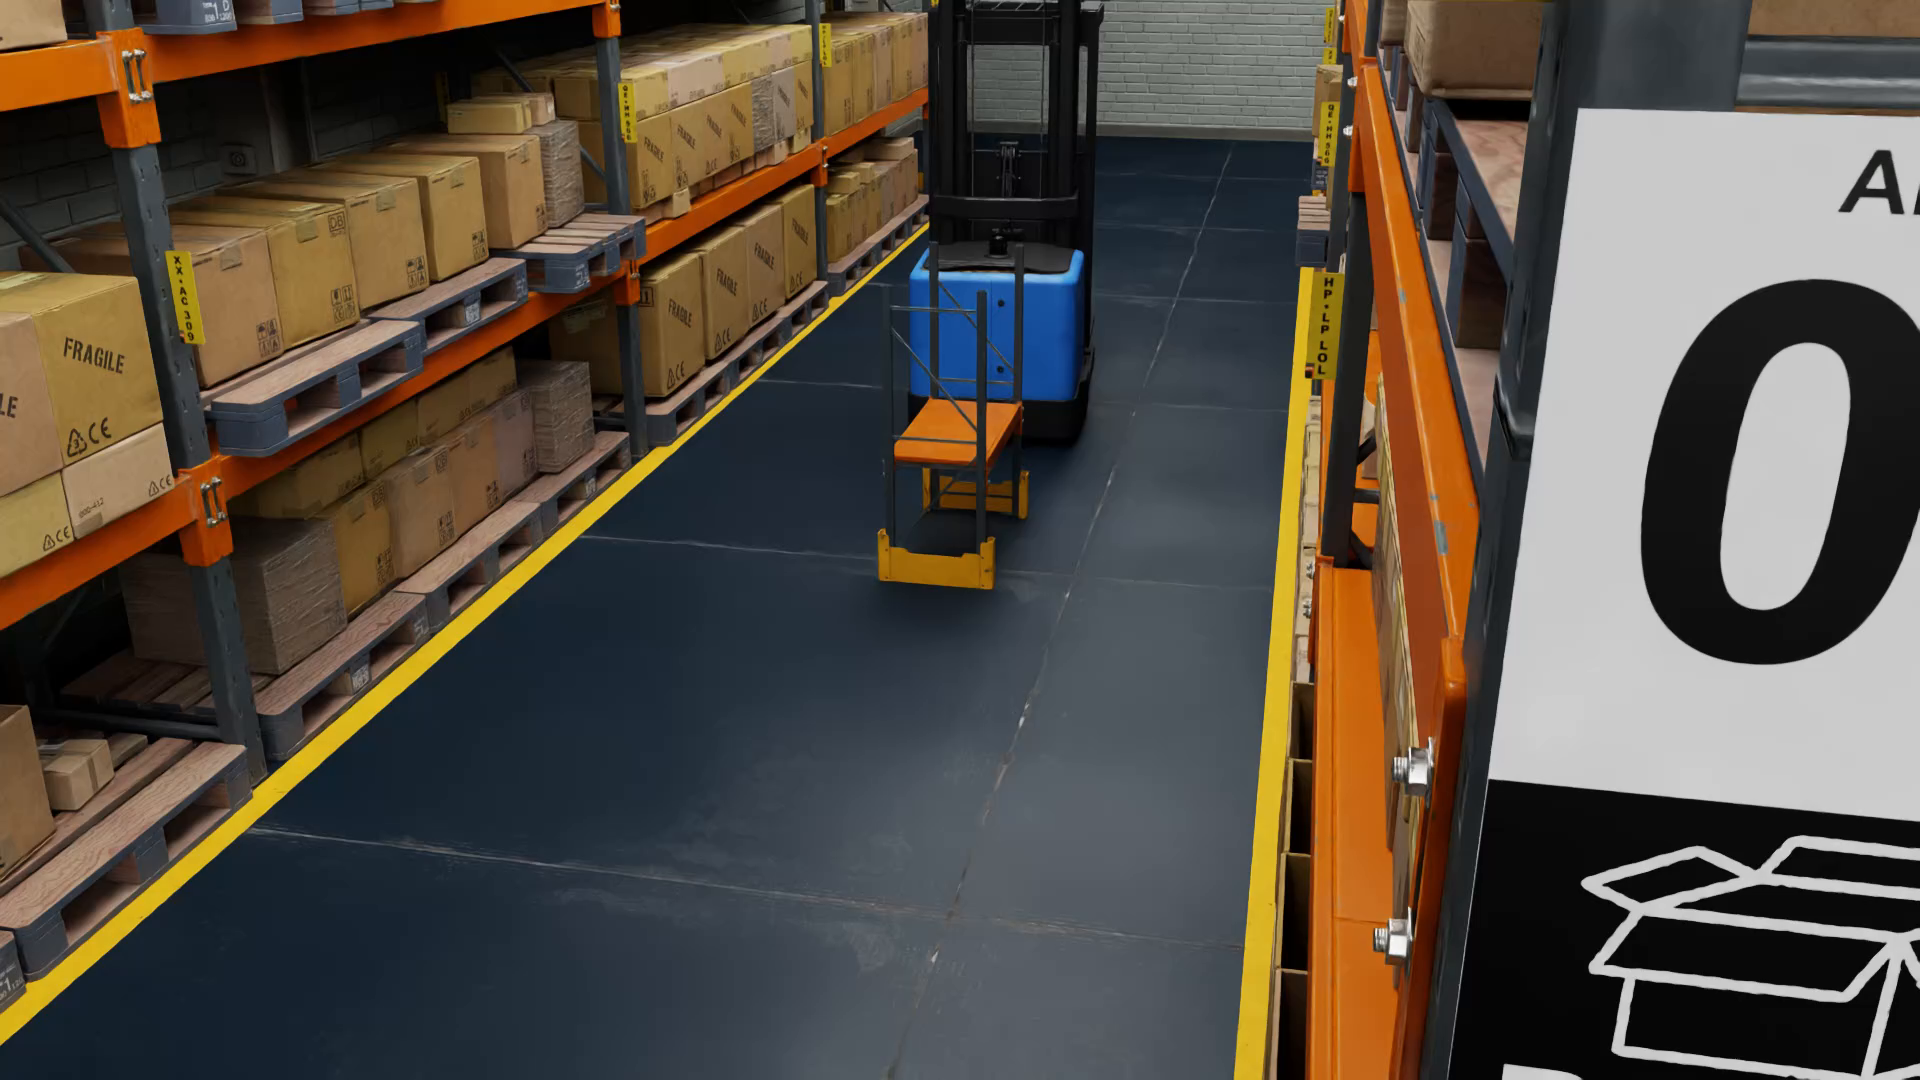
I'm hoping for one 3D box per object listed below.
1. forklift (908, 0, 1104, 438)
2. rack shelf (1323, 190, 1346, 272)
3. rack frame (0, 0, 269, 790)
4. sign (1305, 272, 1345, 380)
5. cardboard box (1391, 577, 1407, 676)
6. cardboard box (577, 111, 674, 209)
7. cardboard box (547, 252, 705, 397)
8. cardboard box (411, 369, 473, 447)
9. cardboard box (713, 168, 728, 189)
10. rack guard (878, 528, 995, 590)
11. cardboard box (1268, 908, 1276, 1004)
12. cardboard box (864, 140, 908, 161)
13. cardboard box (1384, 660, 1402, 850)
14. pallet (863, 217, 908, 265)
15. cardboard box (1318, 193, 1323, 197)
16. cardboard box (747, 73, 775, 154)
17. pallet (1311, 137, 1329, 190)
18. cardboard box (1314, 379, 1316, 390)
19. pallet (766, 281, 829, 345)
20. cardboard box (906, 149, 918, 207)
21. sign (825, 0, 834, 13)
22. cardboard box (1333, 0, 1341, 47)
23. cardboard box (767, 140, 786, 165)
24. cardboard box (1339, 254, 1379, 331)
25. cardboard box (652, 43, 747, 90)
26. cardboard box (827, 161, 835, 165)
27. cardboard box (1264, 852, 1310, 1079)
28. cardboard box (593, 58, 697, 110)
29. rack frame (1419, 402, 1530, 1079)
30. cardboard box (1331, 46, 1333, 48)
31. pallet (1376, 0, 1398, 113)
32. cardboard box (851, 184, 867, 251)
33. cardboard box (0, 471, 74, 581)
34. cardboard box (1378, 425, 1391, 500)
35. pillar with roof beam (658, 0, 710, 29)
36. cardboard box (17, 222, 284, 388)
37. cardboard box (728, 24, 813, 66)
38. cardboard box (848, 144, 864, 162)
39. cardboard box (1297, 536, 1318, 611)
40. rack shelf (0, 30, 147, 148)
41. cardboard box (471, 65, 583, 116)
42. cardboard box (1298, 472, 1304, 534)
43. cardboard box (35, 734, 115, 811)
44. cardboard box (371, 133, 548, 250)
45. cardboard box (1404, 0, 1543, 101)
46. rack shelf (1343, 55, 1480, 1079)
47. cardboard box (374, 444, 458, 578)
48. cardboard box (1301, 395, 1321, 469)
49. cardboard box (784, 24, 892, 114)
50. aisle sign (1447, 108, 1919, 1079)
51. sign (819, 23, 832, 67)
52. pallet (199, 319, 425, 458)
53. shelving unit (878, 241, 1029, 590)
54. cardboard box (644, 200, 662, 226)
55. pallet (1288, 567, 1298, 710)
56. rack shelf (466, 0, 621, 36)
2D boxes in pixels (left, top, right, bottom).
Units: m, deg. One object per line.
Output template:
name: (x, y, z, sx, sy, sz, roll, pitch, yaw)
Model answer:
forklift: (0.370, -2.496, 11.128, 1.130, 2.935, 3.031, 3, 22, 6)
rack shelf: (2.853, -1.961, 10.671, 1.077, 0.370, 4.000, 4, 22, 11)
rack frame: (-3.222, -0.477, 6.023, 1.000, 3.000, 0.127, 4, 22, 11)
sign: (1.095, -0.639, 4.981, 0.100, 0.325, 0.005, 4, 22, 11)
cardboard box: (1.072, 0.202, 3.334, 0.380, 0.149, 0.250, 4, 22, 10)
cardboard box: (-2.056, -2.292, 9.970, 0.500, 0.500, 0.500, 5, 22, 13)
cardboard box: (-2.127, -1.396, 10.621, 0.750, 0.750, 0.750, 4, 22, 10)
cardboard box: (-2.779, -0.673, 8.262, 0.500, 0.250, 0.500, 4, 22, 11)
cardboard box: (-1.809, -2.497, 11.348, 0.380, 0.149, 0.250, 5, 22, 11)
rack guard: (-0.117, 0.094, 8.285, 0.587, 0.250, 0.087, 4, 22, 11)
cardboard box: (1.130, 1.309, 4.707, 0.500, 0.250, 0.500, 4, 22, 11)
cardboard box: (-0.717, -3.784, 16.149, 0.380, 0.149, 0.250, 5, 22, 12)
cardboard box: (1.337, 0.392, 3.731, 0.700, 0.500, 0.500, 5, 22, 12)
pallet: (-1.111, -2.829, 15.595, 1.003, 0.211, 1.213, 4, 22, 11)
cardboard box: (3.587, -3.058, 15.523, 0.500, 0.250, 0.500, 4, 22, 11)
cardboard box: (-1.642, -3.038, 11.823, 0.500, 0.500, 0.500, 4, 22, 11)
pallet: (2.991, -2.654, 11.684, 1.003, 0.211, 1.213, 4, 22, 11)
cardboard box: (2.512, -1.157, 10.469, 0.500, 0.500, 0.500, 4, 22, 9)
pallet: (-1.673, -1.821, 13.093, 1.003, 0.211, 1.213, 4, 22, 11)
cardboard box: (-0.818, -3.637, 16.654, 0.700, 0.500, 0.500, 4, 22, 11)
sign: (-1.315, -5.348, 16.854, 0.100, 0.325, 0.005, 4, 22, 11)
cardboard box: (3.420, -4.297, 14.036, 0.500, 0.500, 0.500, 4, 22, 10)
cardboard box: (-1.503, -2.864, 12.259, 0.380, 0.149, 0.250, 4, 22, 11)
cardboard box: (2.073, -1.210, 7.962, 0.500, 0.311, 0.500, 4, 22, 10)
cardboard box: (-1.755, -3.195, 11.208, 0.500, 0.250, 0.500, 4, 22, 10)
cardboard box: (-1.349, -3.348, 15.068, 0.380, 0.149, 0.250, 5, 22, 11)
cardboard box: (1.024, 1.144, 4.114, 0.500, 0.500, 0.500, 4, 22, 11)
cardboard box: (-1.951, -2.824, 10.289, 0.500, 0.250, 0.500, 4, 22, 10)
rack frame: (0.812, 1.362, 1.456, 1.000, 3.000, 0.127, 4, 22, 11)
cardboard box: (3.729, -4.394, 15.614, 0.500, 0.500, 0.500, 5, 22, 12)
pallet: (1.480, -1.137, 3.765, 1.003, 0.211, 1.213, 4, 22, 11)
cardboard box: (-1.230, -2.887, 14.791, 0.700, 0.500, 0.500, 4, 22, 10)
cardboard box: (-3.131, -0.039, 5.109, 0.500, 0.250, 0.500, 5, 22, 11)
cardboard box: (1.282, -0.178, 4.279, 0.380, 0.149, 0.250, 4, 22, 10)
pillar with roof beam: (1.921, -6.179, 12.151, 9.100, 9.000, 0.400, 4, 22, 11)
cardboard box: (-3.084, -0.911, 6.378, 0.700, 0.500, 0.500, 5, 22, 11)
cardboard box: (-1.434, -3.754, 12.597, 0.500, 0.250, 0.500, 5, 22, 12)
cardboard box: (-1.142, -3.722, 15.997, 0.380, 0.149, 0.250, 5, 22, 11)
cardboard box: (1.635, 0.177, 6.767, 0.500, 0.311, 0.500, 4, 22, 11)
rack shelf: (-3.630, -0.803, 3.781, 1.077, 0.370, 4.000, 4, 22, 11)
cardboard box: (-2.567, -2.667, 9.898, 0.500, 0.250, 0.500, 5, 22, 12)
cardboard box: (1.949, -0.130, 8.279, 0.500, 0.250, 0.500, 4, 22, 9)
cardboard box: (-3.301, 0.831, 5.978, 0.380, 0.166, 0.250, 2, 22, 4)
cardboard box: (-2.579, -1.811, 8.613, 0.700, 0.500, 0.500, 2, 22, 6)
cardboard box: (0.789, -0.661, 1.915, 0.500, 0.250, 0.500, 4, 22, 11)
rack shelf: (1.221, -0.427, 2.846, 1.077, 0.370, 4.000, 4, 22, 11)
cardboard box: (-2.888, -0.168, 8.014, 0.700, 0.500, 0.500, 5, 22, 12)
cardboard box: (2.050, -0.574, 8.631, 0.500, 0.311, 0.500, 5, 23, 13)
cardboard box: (-1.169, -4.272, 15.045, 0.980, 0.700, 0.700, 3, 22, 8)
aisle sign: (0.511, 0.158, 0.966, 0.394, 0.787, 0.004, 4, 22, 11)
sign: (-1.056, -3.865, 12.992, 0.100, 0.325, 0.005, 4, 22, 11)
pallet: (-2.923, -0.656, 6.725, 1.003, 0.211, 1.213, 4, 22, 11)
shelving unit: (-0.016, -0.668, 8.504, 0.587, 1.500, 1.083, 4, 22, 11)
cardboard box: (-2.052, -2.027, 10.181, 0.380, 0.149, 0.250, 5, 22, 12)
pallet: (1.988, 0.473, 7.397, 1.003, 0.211, 1.213, 4, 22, 11)
rack shelf: (-1.997, -3.729, 11.045, 1.077, 0.370, 4.000, 4, 22, 11)
